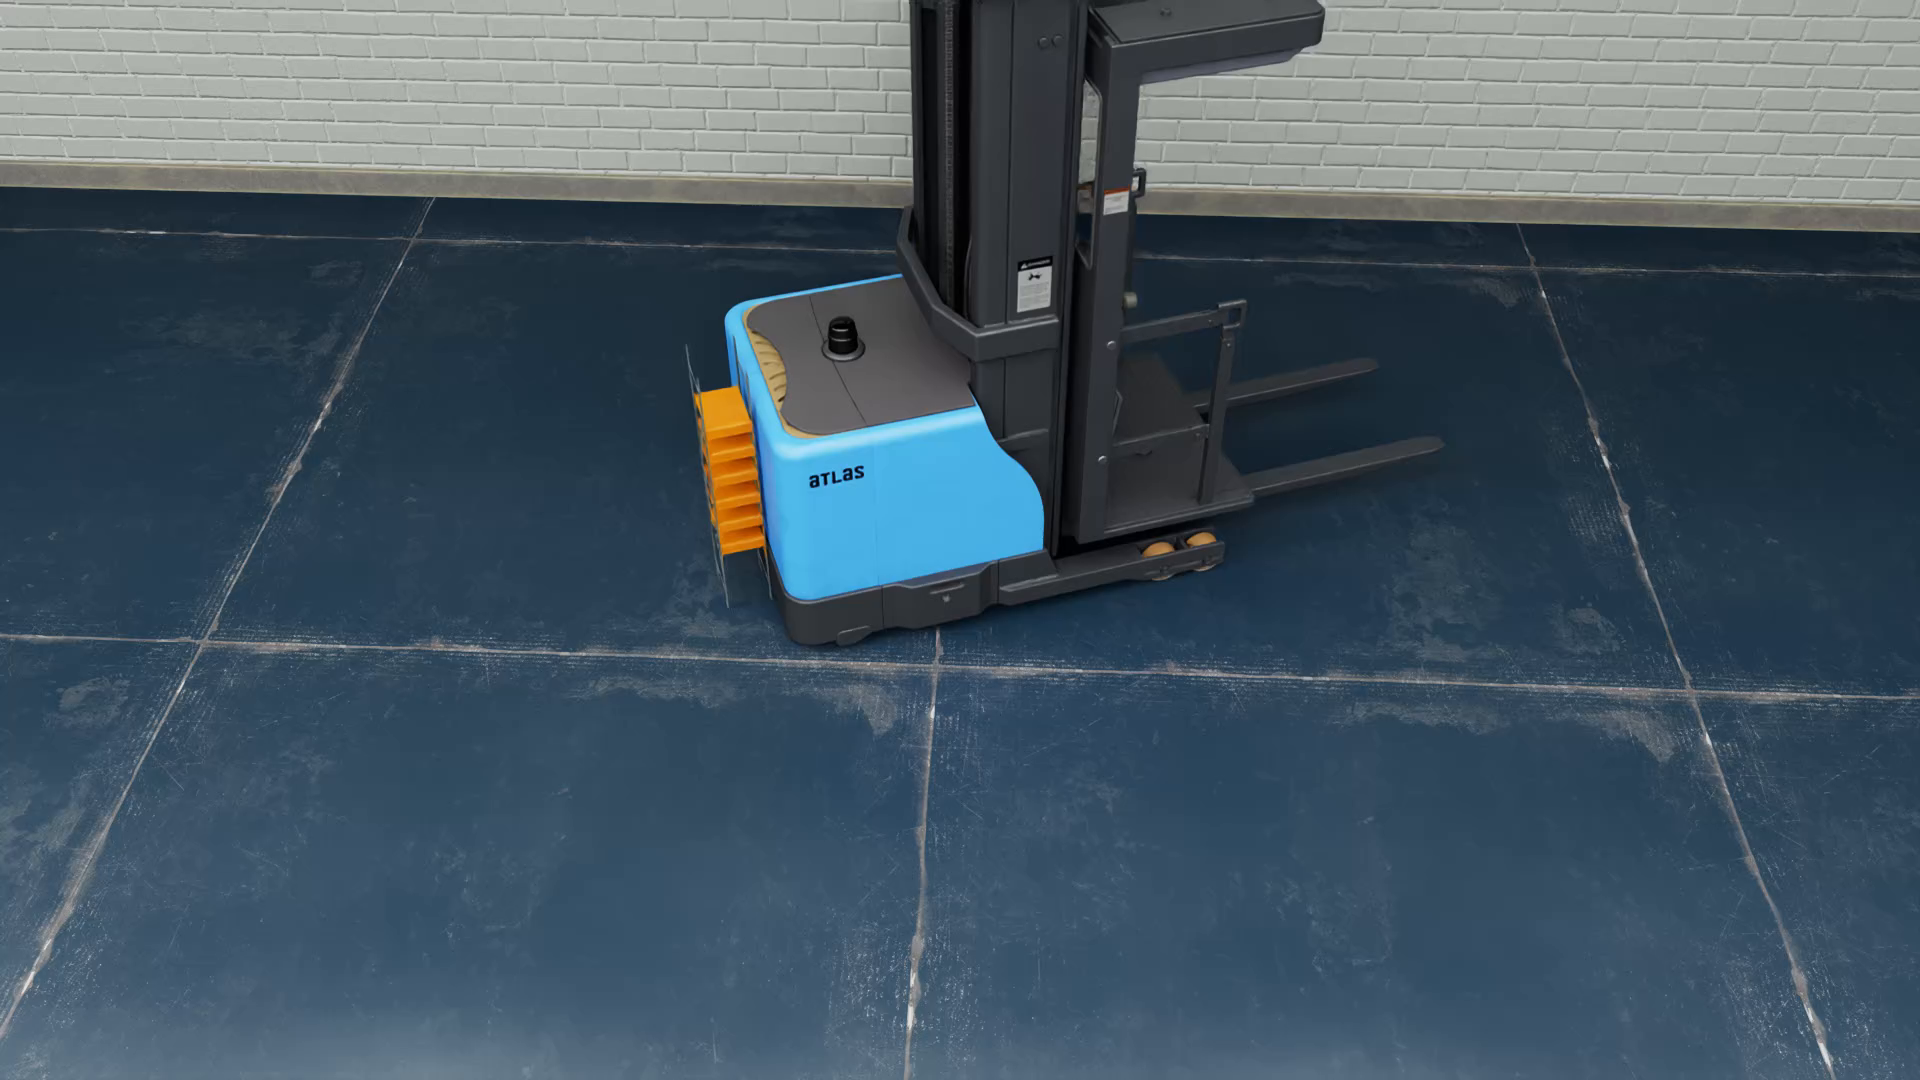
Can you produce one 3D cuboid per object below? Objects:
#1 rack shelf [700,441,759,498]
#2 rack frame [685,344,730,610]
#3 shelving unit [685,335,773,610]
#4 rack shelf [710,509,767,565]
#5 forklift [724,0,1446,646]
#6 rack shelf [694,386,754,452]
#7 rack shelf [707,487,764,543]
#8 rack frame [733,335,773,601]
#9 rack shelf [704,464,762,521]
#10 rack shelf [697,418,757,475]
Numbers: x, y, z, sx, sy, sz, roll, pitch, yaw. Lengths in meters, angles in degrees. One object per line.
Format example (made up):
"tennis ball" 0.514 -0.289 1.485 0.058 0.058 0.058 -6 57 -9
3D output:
"rack shelf" -0.913 -0.298 6.579 0.180 0.103 0.258 -12 44 -13
"rack frame" -1.000 -0.224 6.610 0.006 1.200 0.240 -12 44 -13
"shelving unit" -0.913 -0.243 6.630 0.189 1.200 0.258 -12 44 -13
"rack shelf" -0.913 -0.035 6.824 0.180 0.103 0.258 -12 44 -13
"forklift" 0.613 -1.232 6.422 3.031 2.935 1.130 -12 44 -13
"rack shelf" -0.913 -0.474 6.415 0.180 0.103 0.258 -12 44 -13
"rack shelf" -0.913 -0.122 6.742 0.180 0.103 0.258 -12 44 -13
"rack frame" -0.826 -0.262 6.651 0.006 1.200 0.240 -12 44 -13
"rack shelf" -0.913 -0.210 6.661 0.180 0.103 0.258 -12 44 -13
"rack shelf" -0.913 -0.386 6.497 0.180 0.103 0.258 -12 44 -13
